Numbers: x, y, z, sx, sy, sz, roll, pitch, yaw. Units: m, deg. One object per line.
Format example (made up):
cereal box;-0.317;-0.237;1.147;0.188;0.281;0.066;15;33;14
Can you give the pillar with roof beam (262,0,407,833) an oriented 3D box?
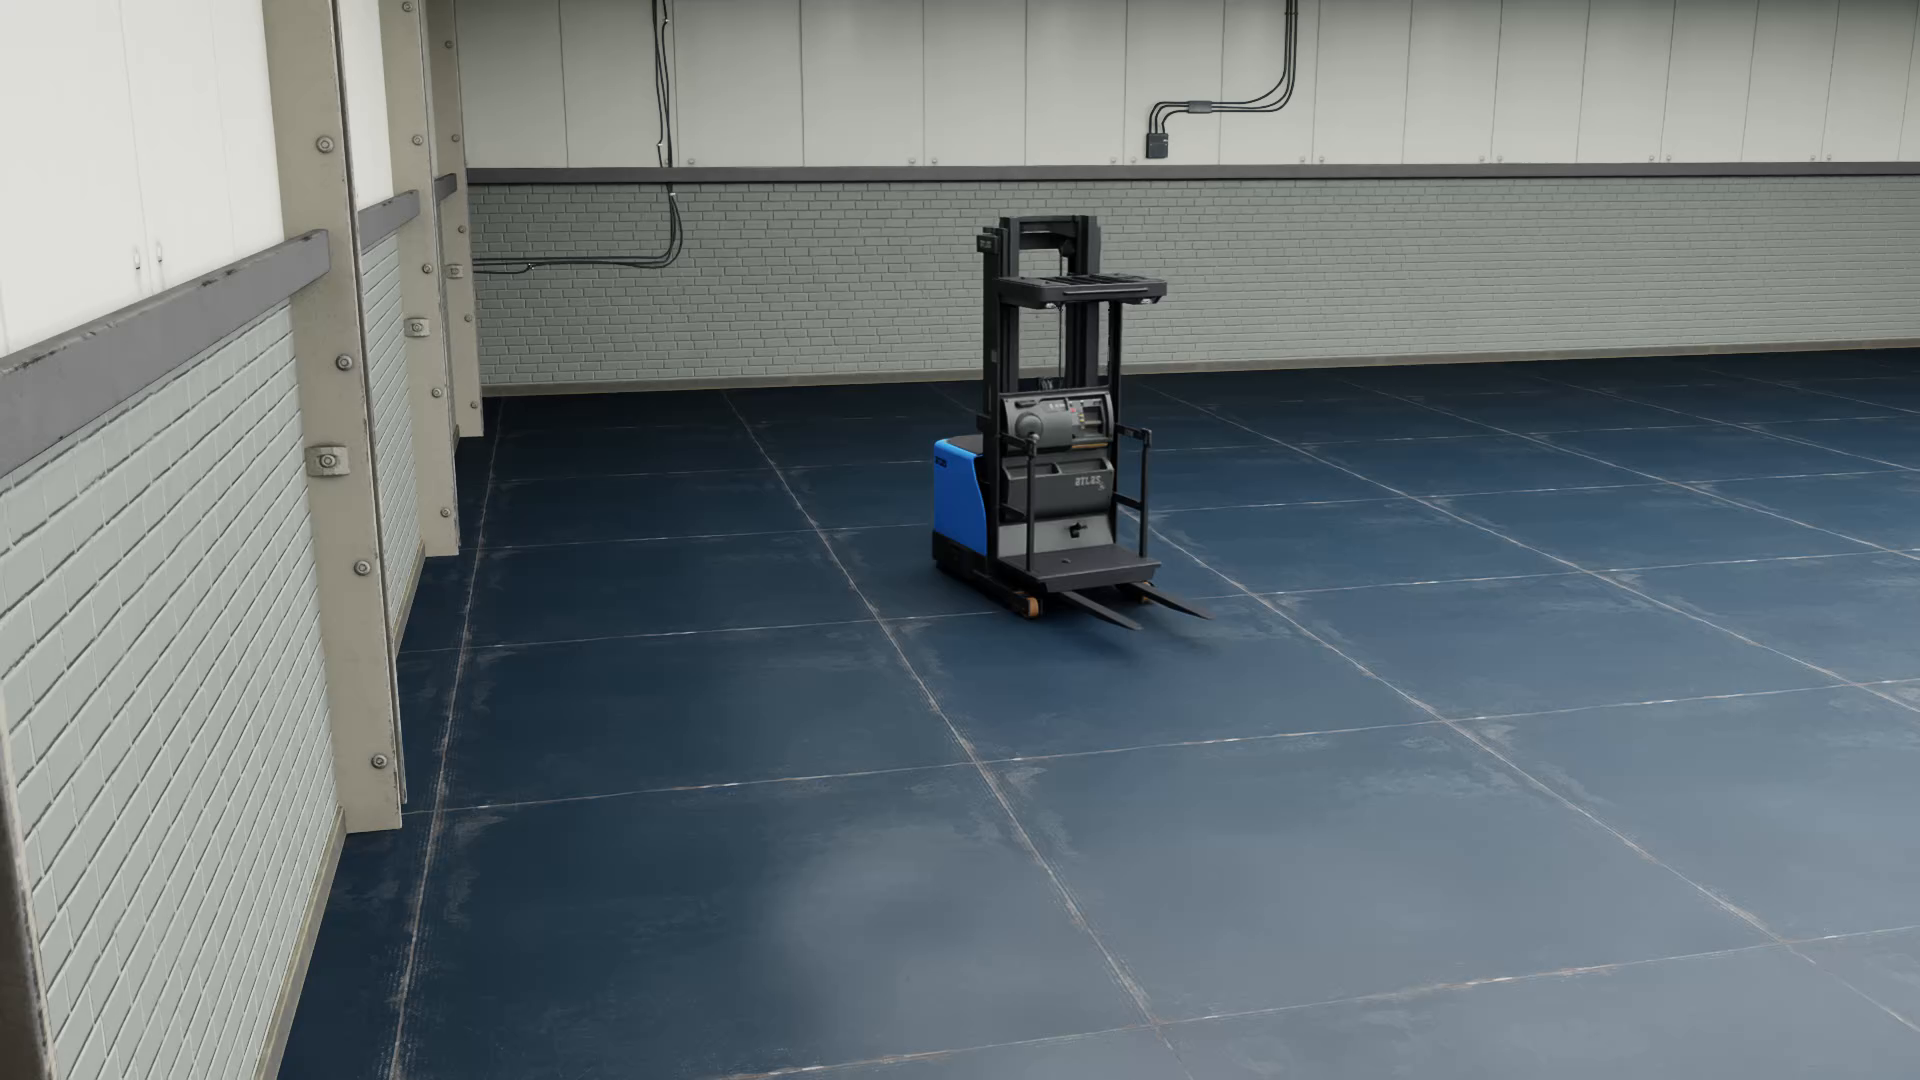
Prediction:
pillar with roof beam;1.053;-3.135;8.798;9.100;9.000;0.400;-3;14;-13

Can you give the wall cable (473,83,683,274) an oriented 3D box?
wall cable;-5.356;-4.908;22.598;3.097;2.526;0.112;-3;14;-13

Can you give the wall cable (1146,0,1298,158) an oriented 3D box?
wall cable;3.875;-8.594;23.977;2.305;6.003;0.169;-3;14;-13

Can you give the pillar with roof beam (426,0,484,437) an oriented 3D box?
pillar with roof beam;-1.765;-5.903;20.129;9.100;9.000;0.400;-3;14;-13

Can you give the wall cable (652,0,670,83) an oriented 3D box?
wall cable;-2.727;-7.512;22.616;3.097;2.526;0.112;-3;14;-13

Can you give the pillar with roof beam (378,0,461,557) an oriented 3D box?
pillar with roof beam;-0.356;-4.519;14.463;9.100;9.000;0.400;-3;14;-13

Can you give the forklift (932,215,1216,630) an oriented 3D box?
forklift;0.856;-0.950;12.639;1.130;2.935;3.031;-6;15;-25
